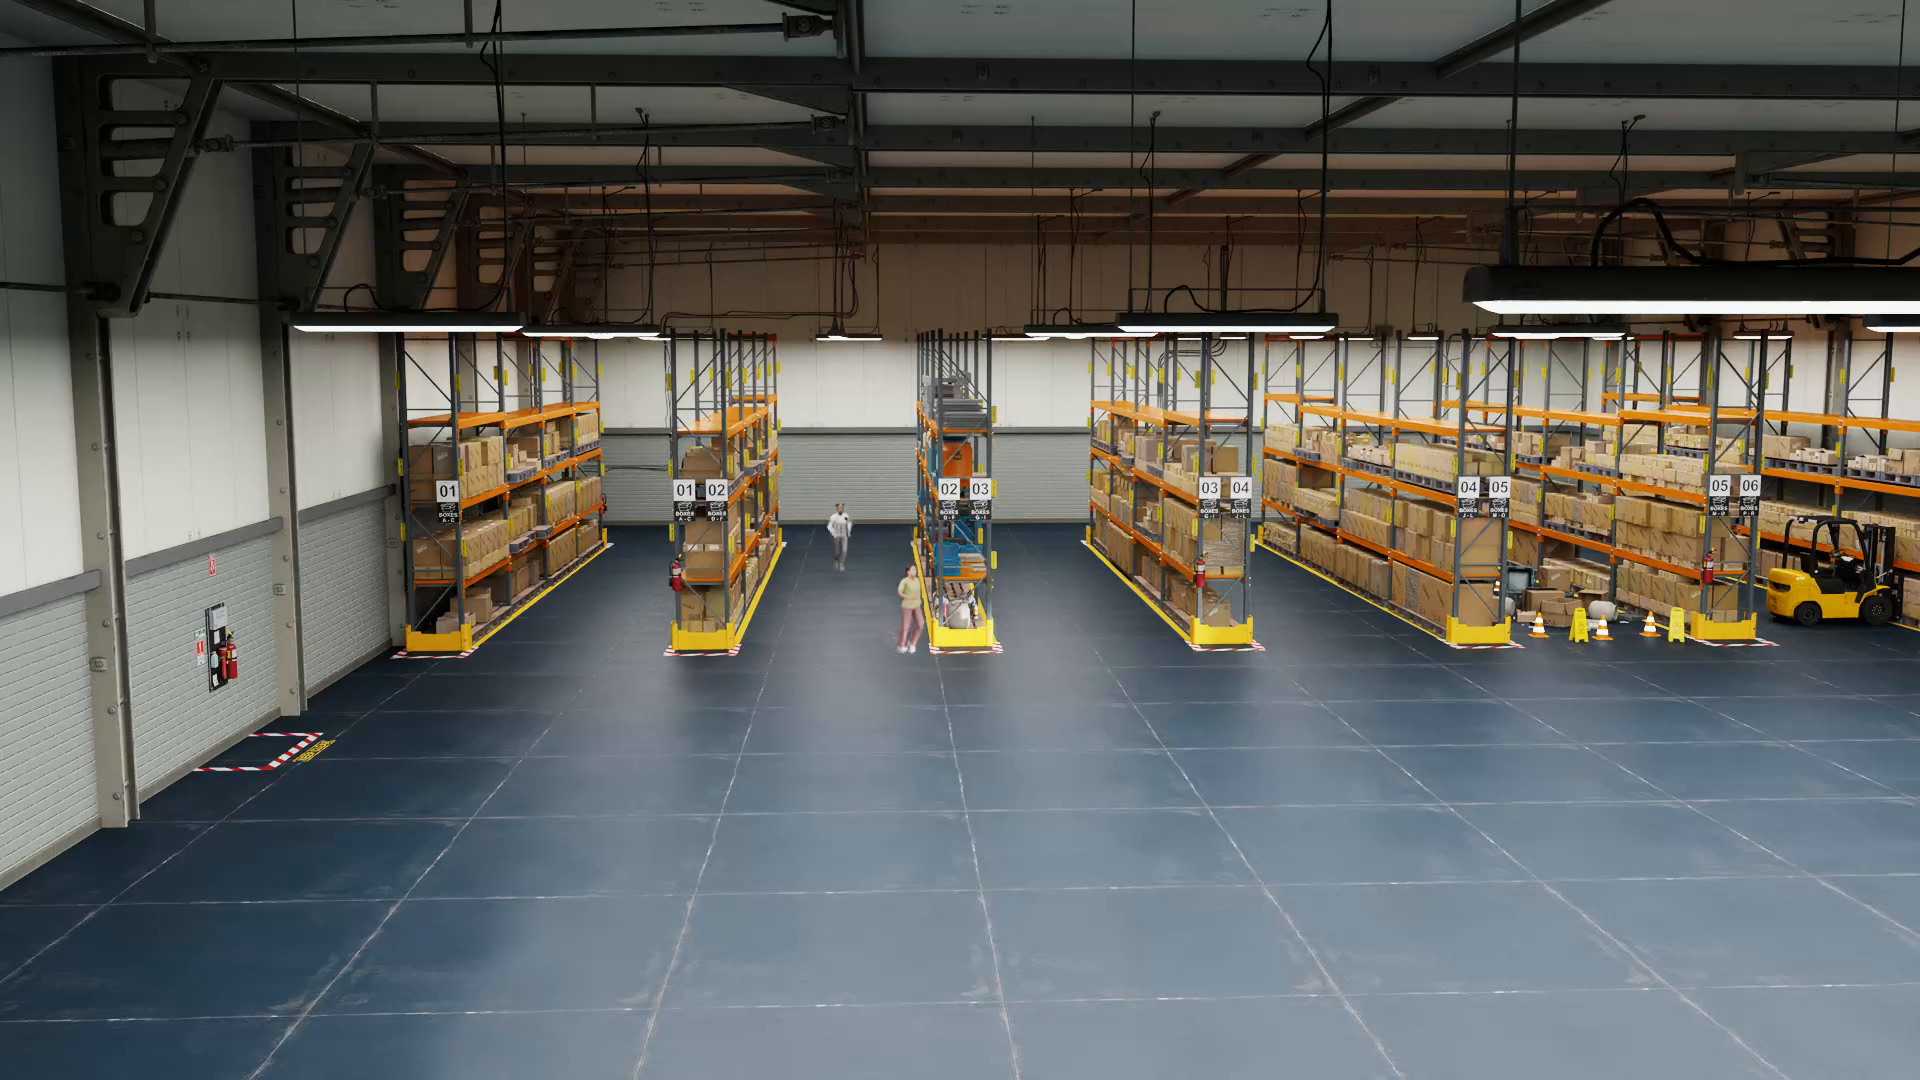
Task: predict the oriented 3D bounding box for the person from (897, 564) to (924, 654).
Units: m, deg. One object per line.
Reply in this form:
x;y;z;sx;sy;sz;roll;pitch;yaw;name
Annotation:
-0.895;1.271;30.853;0.598;1.678;0.637;-4;8;-33;person

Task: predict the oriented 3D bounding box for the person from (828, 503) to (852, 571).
-2.893;-0.099;40.185;0.607;1.642;0.699;-2;7;-15;person
